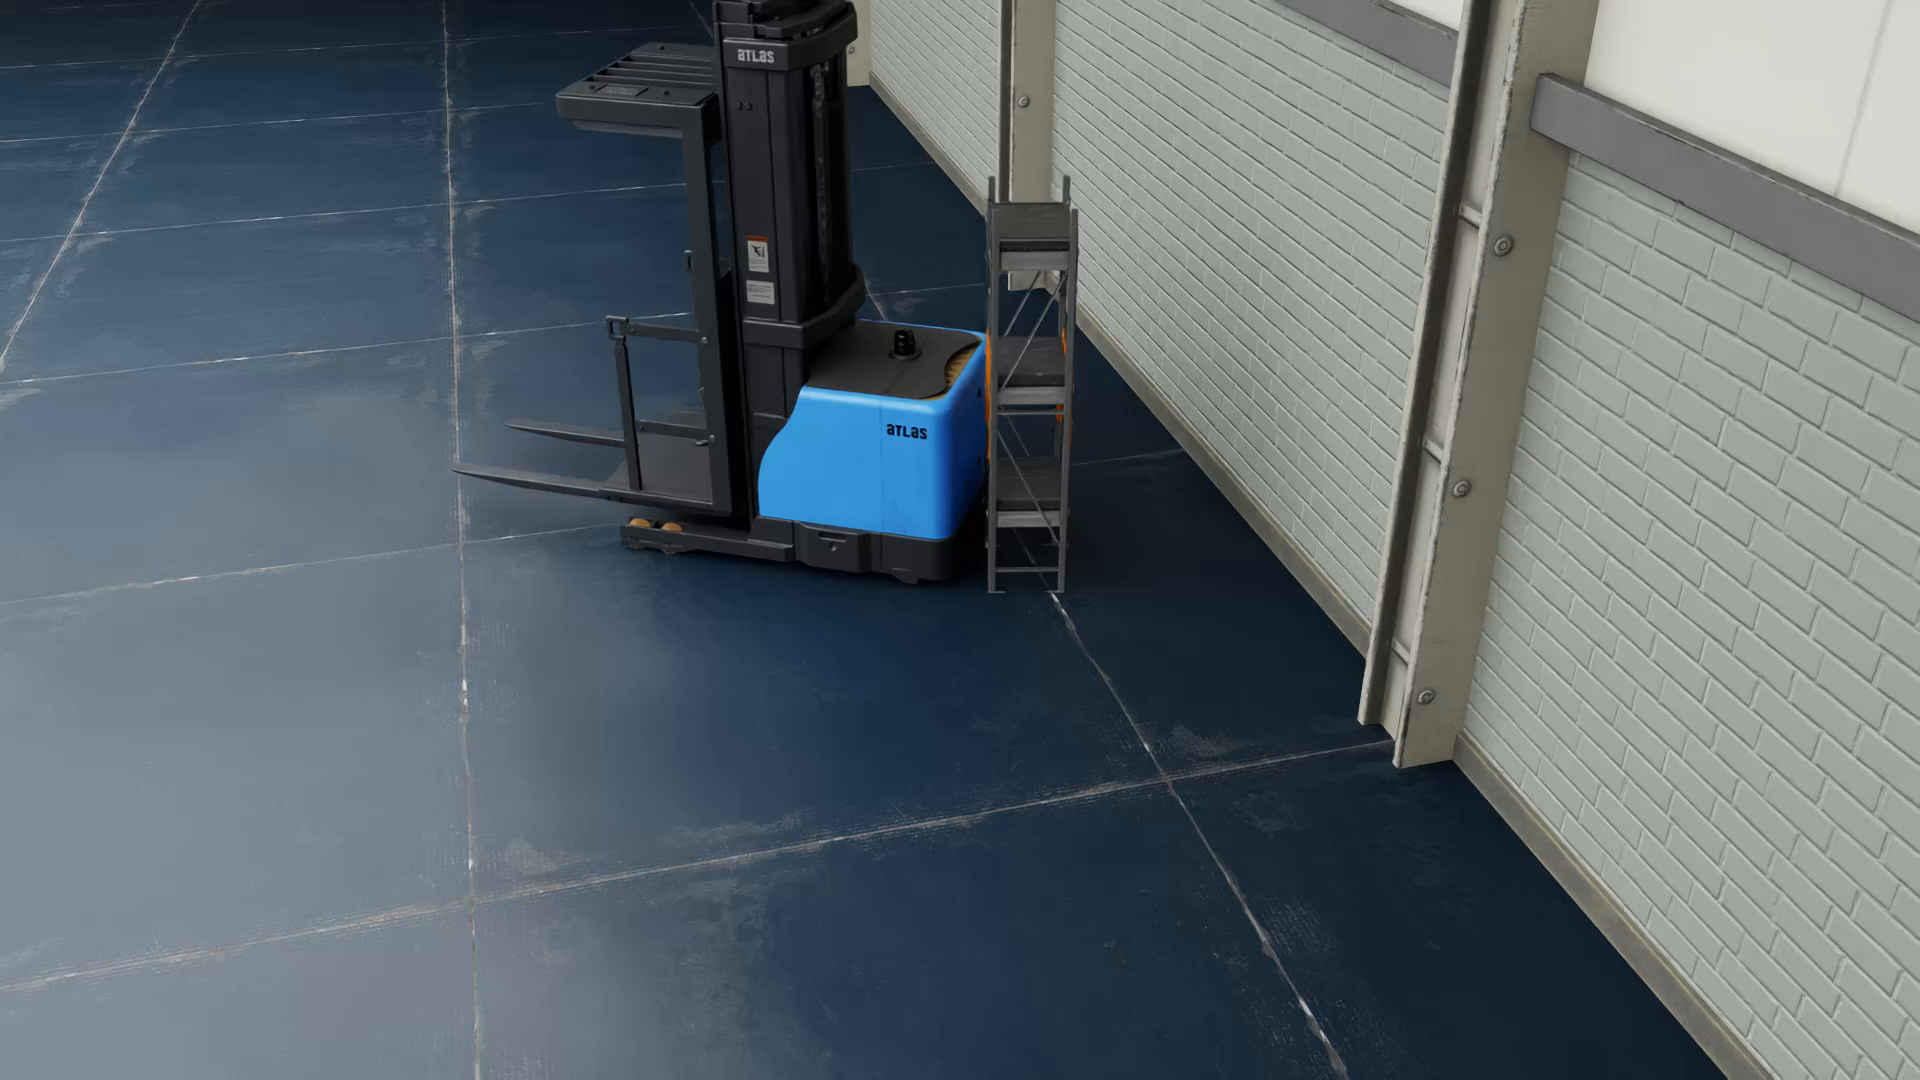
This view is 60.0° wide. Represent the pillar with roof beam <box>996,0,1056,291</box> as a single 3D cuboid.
[{"bbox_3d":[-3.680,-5.308,9.437,9.100,9.000,0.400,-8,31,-13],"label":"pillar with roof beam"}]

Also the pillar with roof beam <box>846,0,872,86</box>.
[{"bbox_3d":[-5.272,-8.206,14.444,9.100,9.000,0.400,-8,31,-13],"label":"pillar with roof beam"}]

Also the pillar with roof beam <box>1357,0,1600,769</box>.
[{"bbox_3d":[-2.087,-2.410,4.430,9.100,9.000,0.400,-8,31,-13],"label":"pillar with roof beam"}]

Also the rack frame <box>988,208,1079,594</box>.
[{"bbox_3d":[0.350,-0.628,8.239,0.400,2.100,0.015,-1,30,-1],"label":"rack frame"}]

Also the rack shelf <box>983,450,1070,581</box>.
[{"bbox_3d":[0.345,-0.133,8.807,0.431,0.518,0.480,-1,30,-1],"label":"rack shelf"}]

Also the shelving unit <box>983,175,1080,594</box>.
[{"bbox_3d":[0.345,-0.750,8.450,0.431,2.100,0.503,-1,30,-1],"label":"shelving unit"}]

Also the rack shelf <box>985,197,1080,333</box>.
[{"bbox_3d":[0.345,-1.344,8.106,0.431,0.518,0.480,-1,30,-1],"label":"rack shelf"}]

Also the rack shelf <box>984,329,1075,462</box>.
[{"bbox_3d":[0.345,-0.738,8.457,0.431,0.518,0.480,-1,30,-1],"label":"rack shelf"}]

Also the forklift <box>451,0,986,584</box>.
[{"bbox_3d":[-1.365,-1.437,8.806,3.031,2.935,1.130,8,31,13],"label":"forklift"}]

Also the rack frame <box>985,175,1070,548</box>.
[{"bbox_3d":[0.339,-0.872,8.661,0.400,2.100,0.015,-1,30,-1],"label":"rack frame"}]
